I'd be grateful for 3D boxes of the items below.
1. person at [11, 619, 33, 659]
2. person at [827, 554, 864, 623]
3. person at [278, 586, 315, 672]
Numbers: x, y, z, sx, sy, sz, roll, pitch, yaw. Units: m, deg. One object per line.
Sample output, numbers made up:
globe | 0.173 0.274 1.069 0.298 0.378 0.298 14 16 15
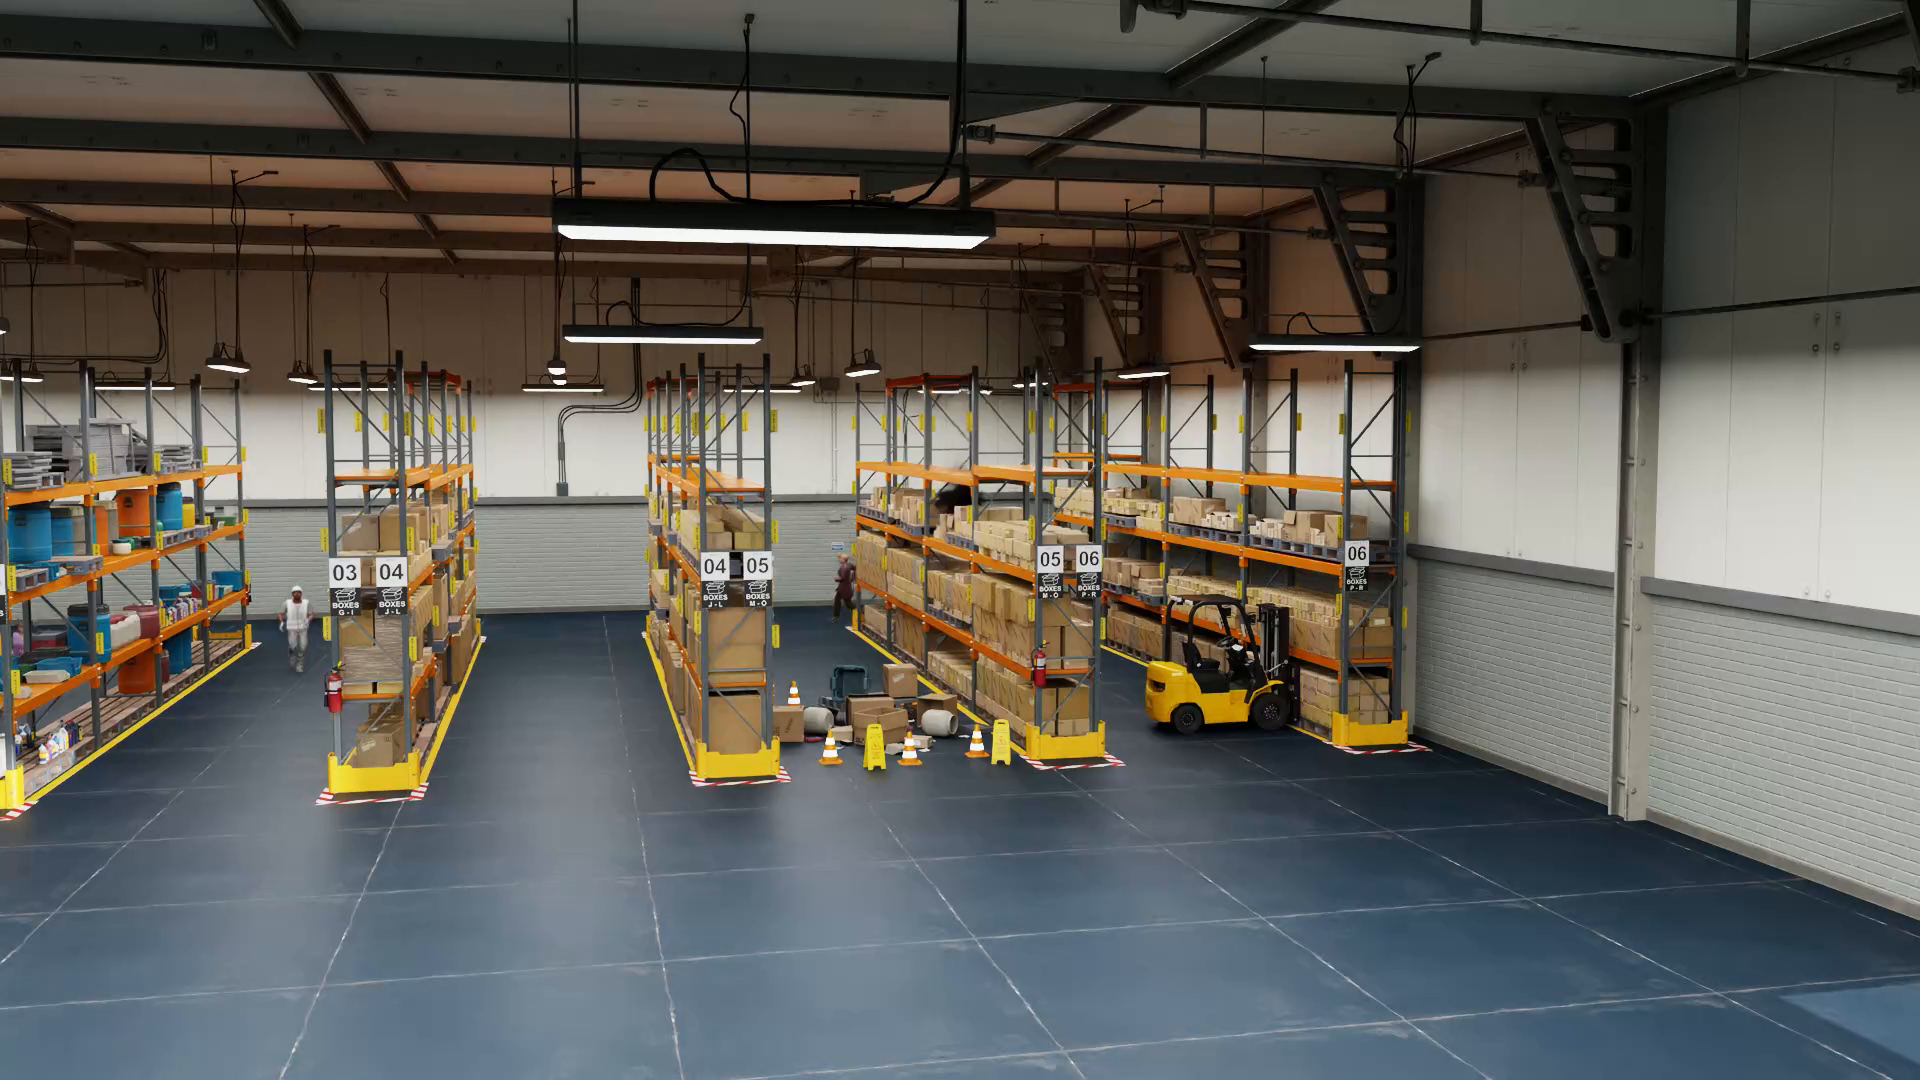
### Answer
person | -16.299 2.193 28.910 0.503 1.630 0.694 -2 4 -25
person | -2.879 1.225 41.662 0.986 1.767 0.729 0 4 5
person | -13.376 1.800 33.574 0.683 1.738 0.592 -2 4 -27
